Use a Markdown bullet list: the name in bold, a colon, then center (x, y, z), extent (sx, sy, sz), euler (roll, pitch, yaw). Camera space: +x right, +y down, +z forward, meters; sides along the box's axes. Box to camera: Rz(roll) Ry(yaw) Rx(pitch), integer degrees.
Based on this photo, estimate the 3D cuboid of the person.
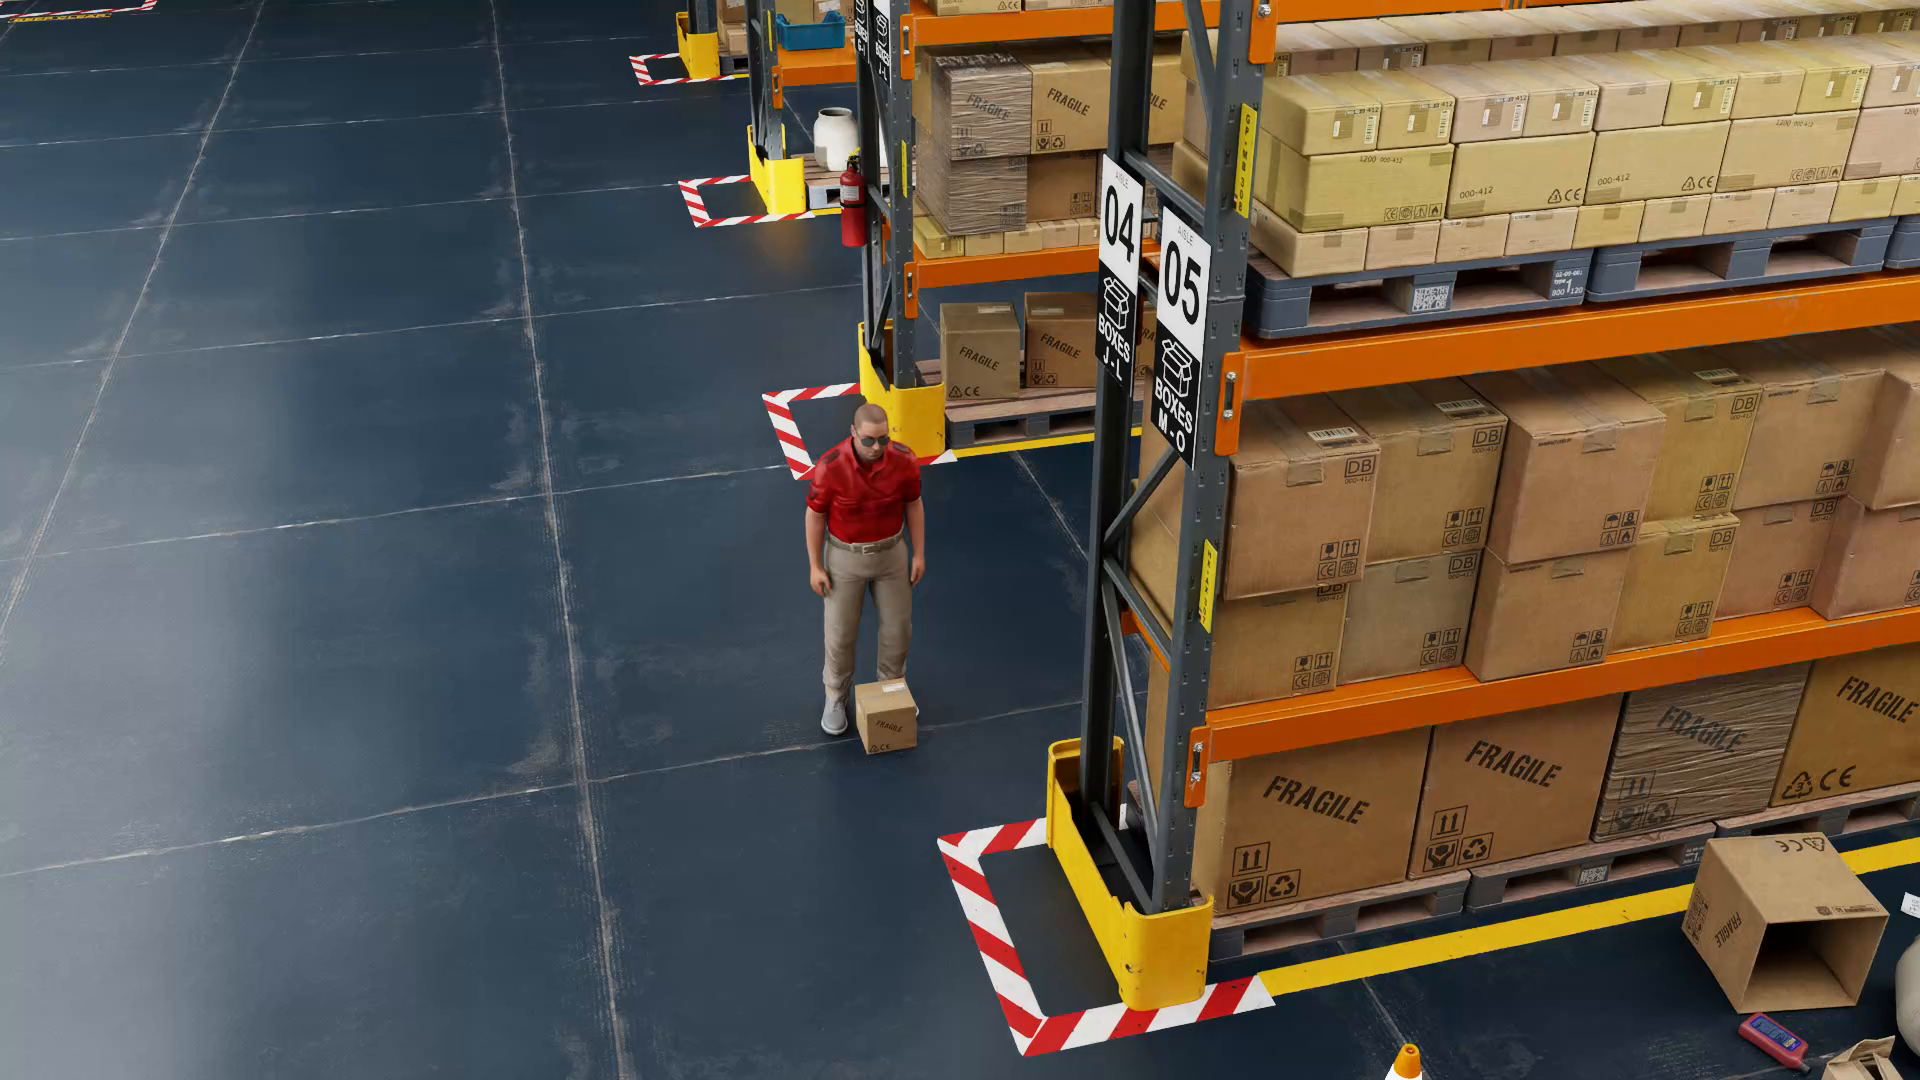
- **person**: center (-0.448, 0.184, 8.110), extent (0.568, 1.552, 0.394), euler (-8, 31, -14)
